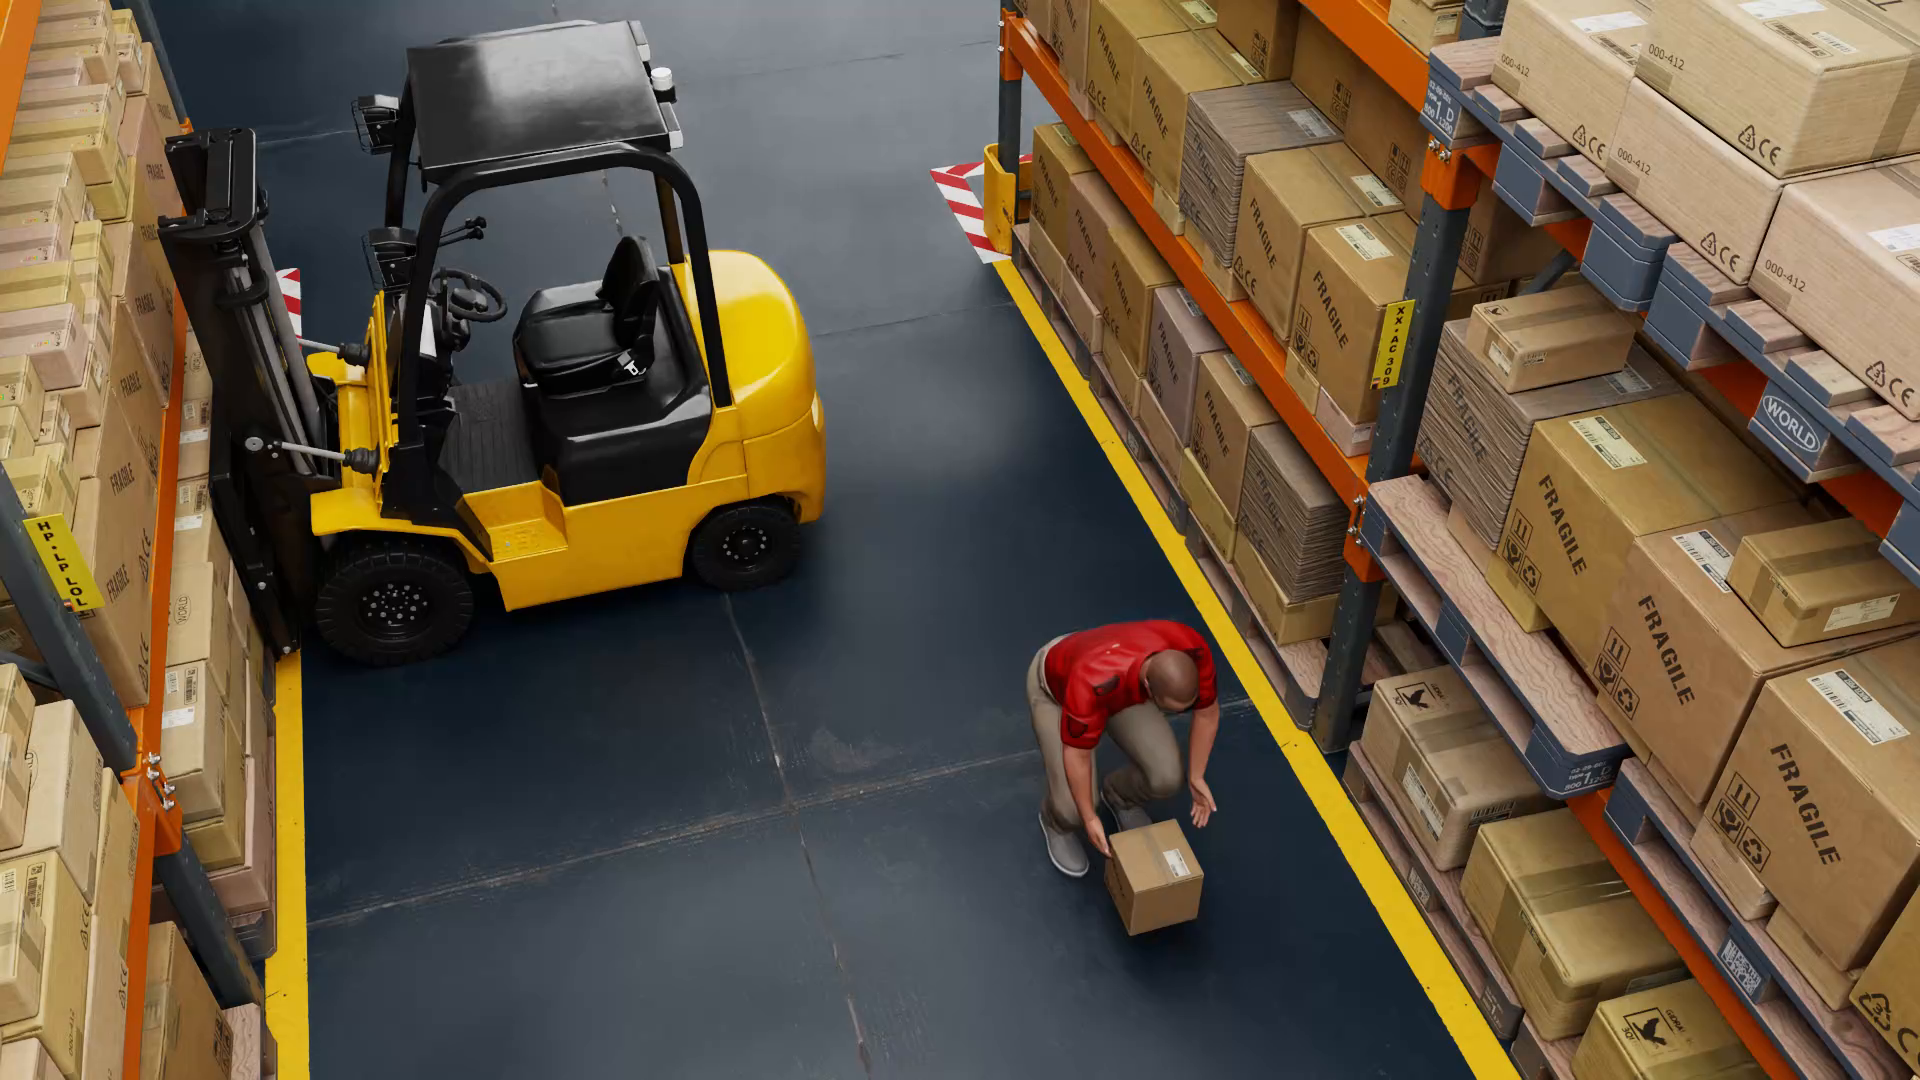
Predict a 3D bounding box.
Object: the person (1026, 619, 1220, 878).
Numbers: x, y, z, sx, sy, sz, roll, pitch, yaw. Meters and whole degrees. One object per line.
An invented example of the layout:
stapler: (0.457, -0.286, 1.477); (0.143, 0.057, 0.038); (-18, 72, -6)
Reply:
person: (0.561, 0.658, 5.799); (0.587, 1.255, 0.778); (-14, 44, -15)
